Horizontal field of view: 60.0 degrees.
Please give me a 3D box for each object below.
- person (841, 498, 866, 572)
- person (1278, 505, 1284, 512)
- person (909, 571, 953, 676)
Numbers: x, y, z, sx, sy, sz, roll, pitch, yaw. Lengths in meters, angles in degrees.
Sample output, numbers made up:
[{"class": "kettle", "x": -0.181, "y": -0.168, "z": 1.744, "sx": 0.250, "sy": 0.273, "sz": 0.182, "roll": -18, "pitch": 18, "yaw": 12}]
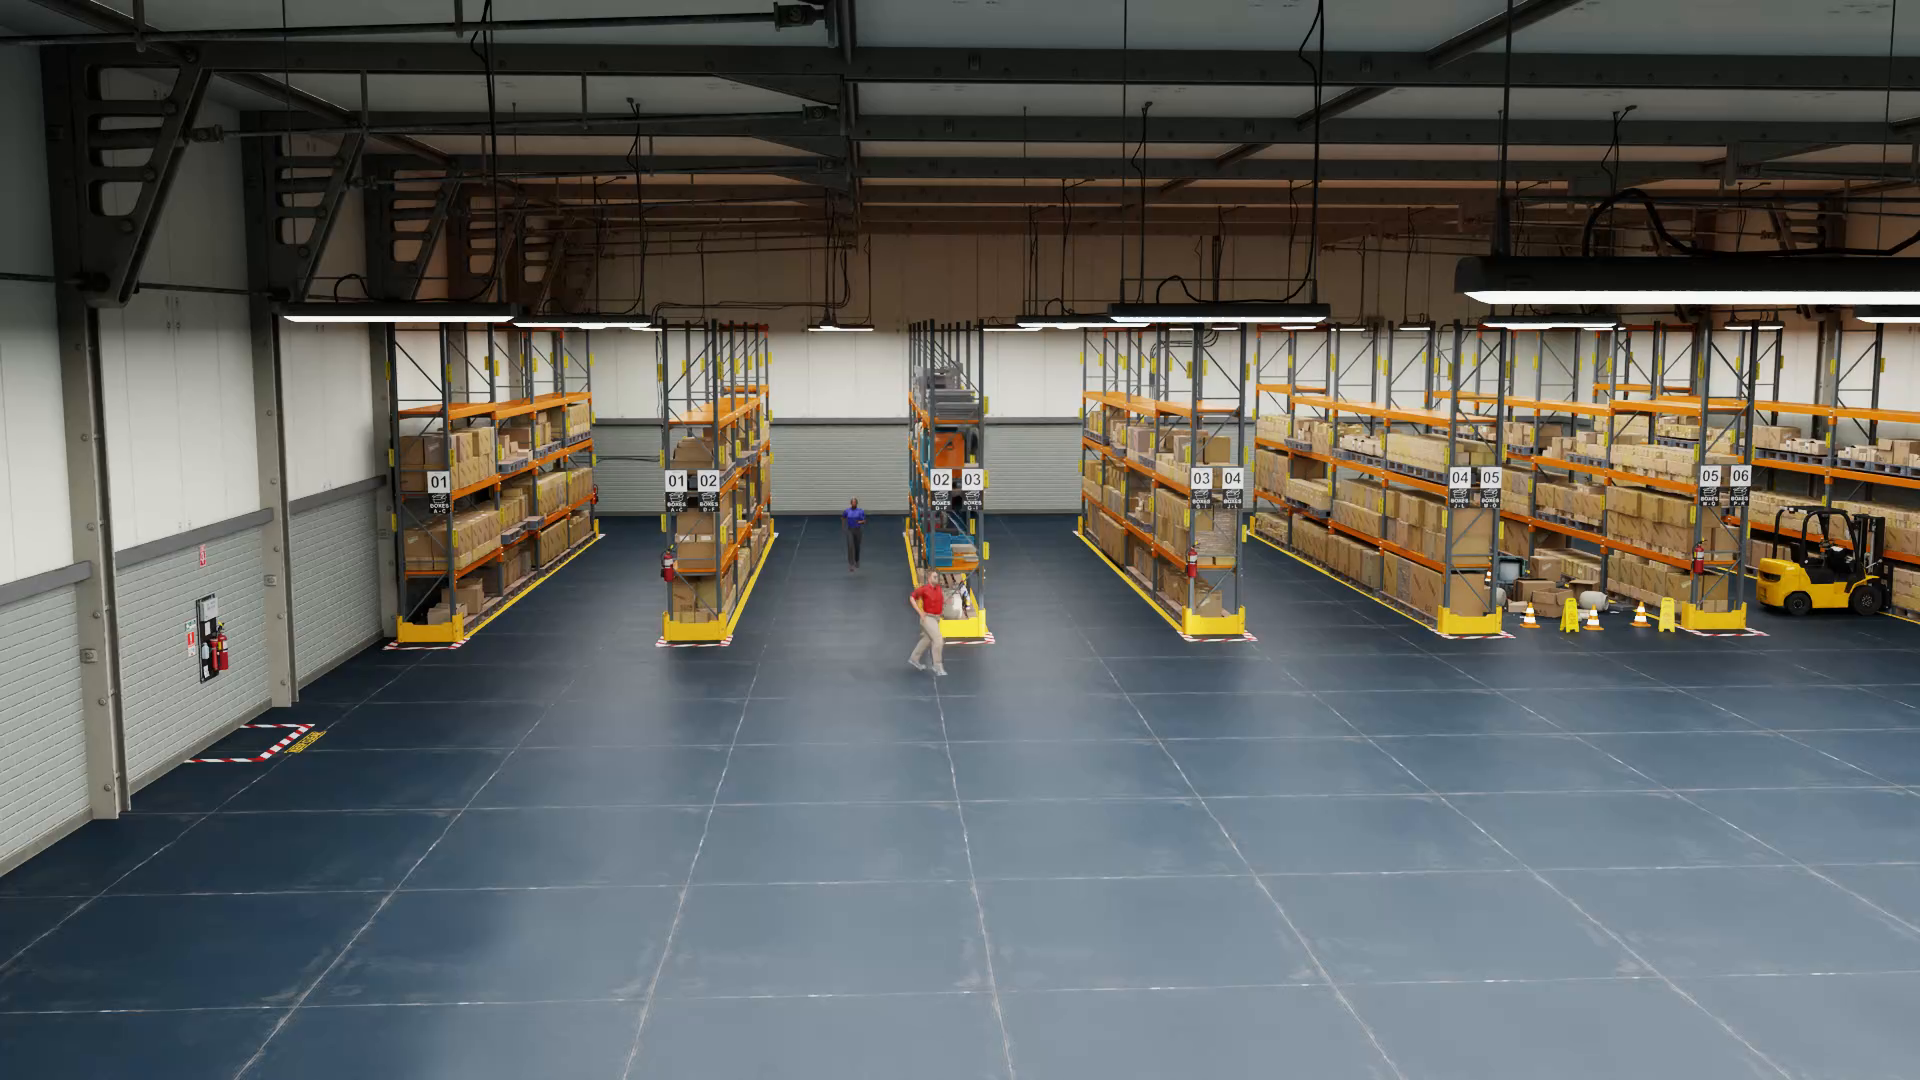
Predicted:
[{"class": "person", "x": -2.459, "y": -0.132, "z": 38.613, "sx": 0.570, "sy": 1.672, "sz": 0.857, "roll": -1, "pitch": 7, "yaw": -6}, {"class": "person", "x": 9.609, "y": -1.128, "z": 49.062, "sx": 0.633, "sy": 1.635, "sz": 0.602, "roll": -6, "pitch": 9, "yaw": -40}, {"class": "person", "x": -0.507, "y": 1.407, "z": 28.208, "sx": 0.811, "sy": 1.803, "sz": 0.629, "roll": 3, "pitch": 8, "yaw": 24}]
